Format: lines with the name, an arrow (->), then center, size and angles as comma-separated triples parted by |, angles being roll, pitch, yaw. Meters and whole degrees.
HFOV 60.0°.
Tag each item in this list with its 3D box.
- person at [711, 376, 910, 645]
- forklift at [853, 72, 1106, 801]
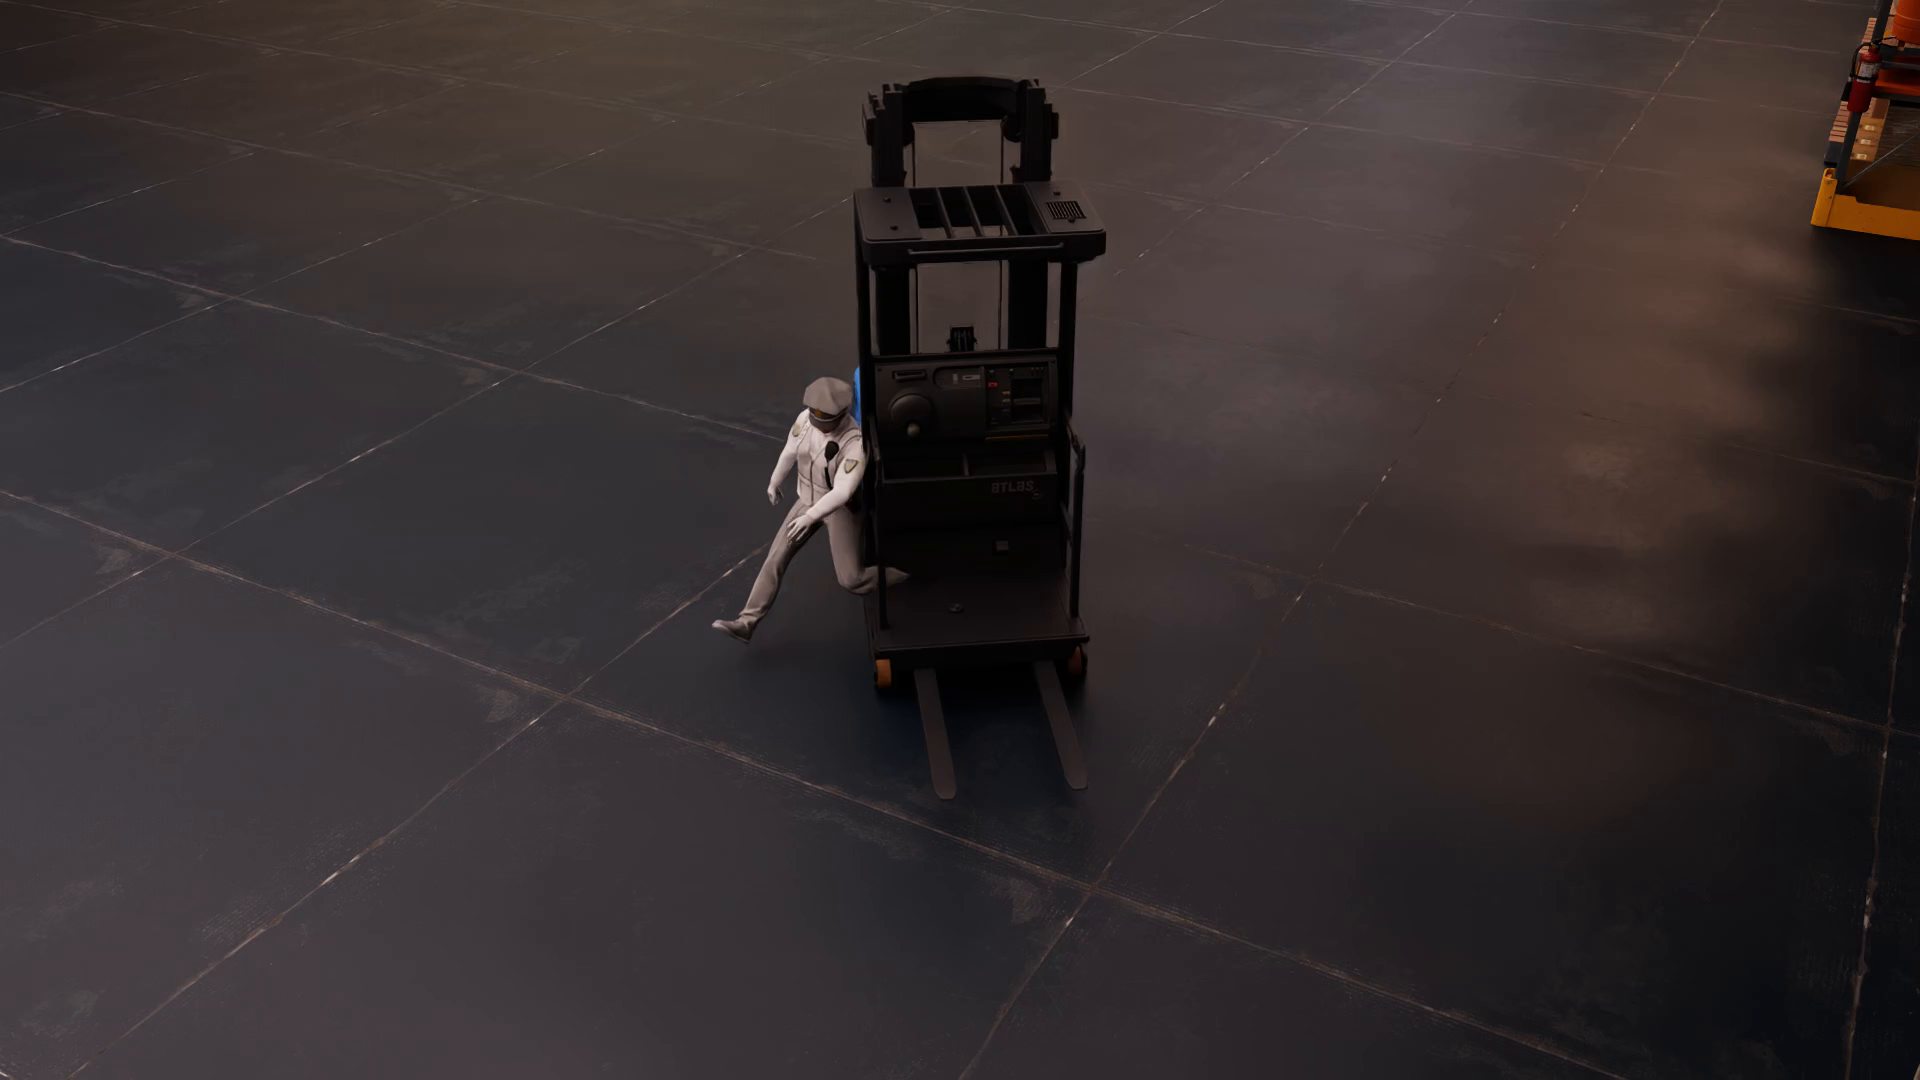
person -> -0.790, -0.128, 8.658 | 0.904, 1.439, 1.045 | 23, 37, 34
forklift -> 0.065, -0.673, 8.236 | 1.130, 2.935, 3.031 | -3, 30, -6
